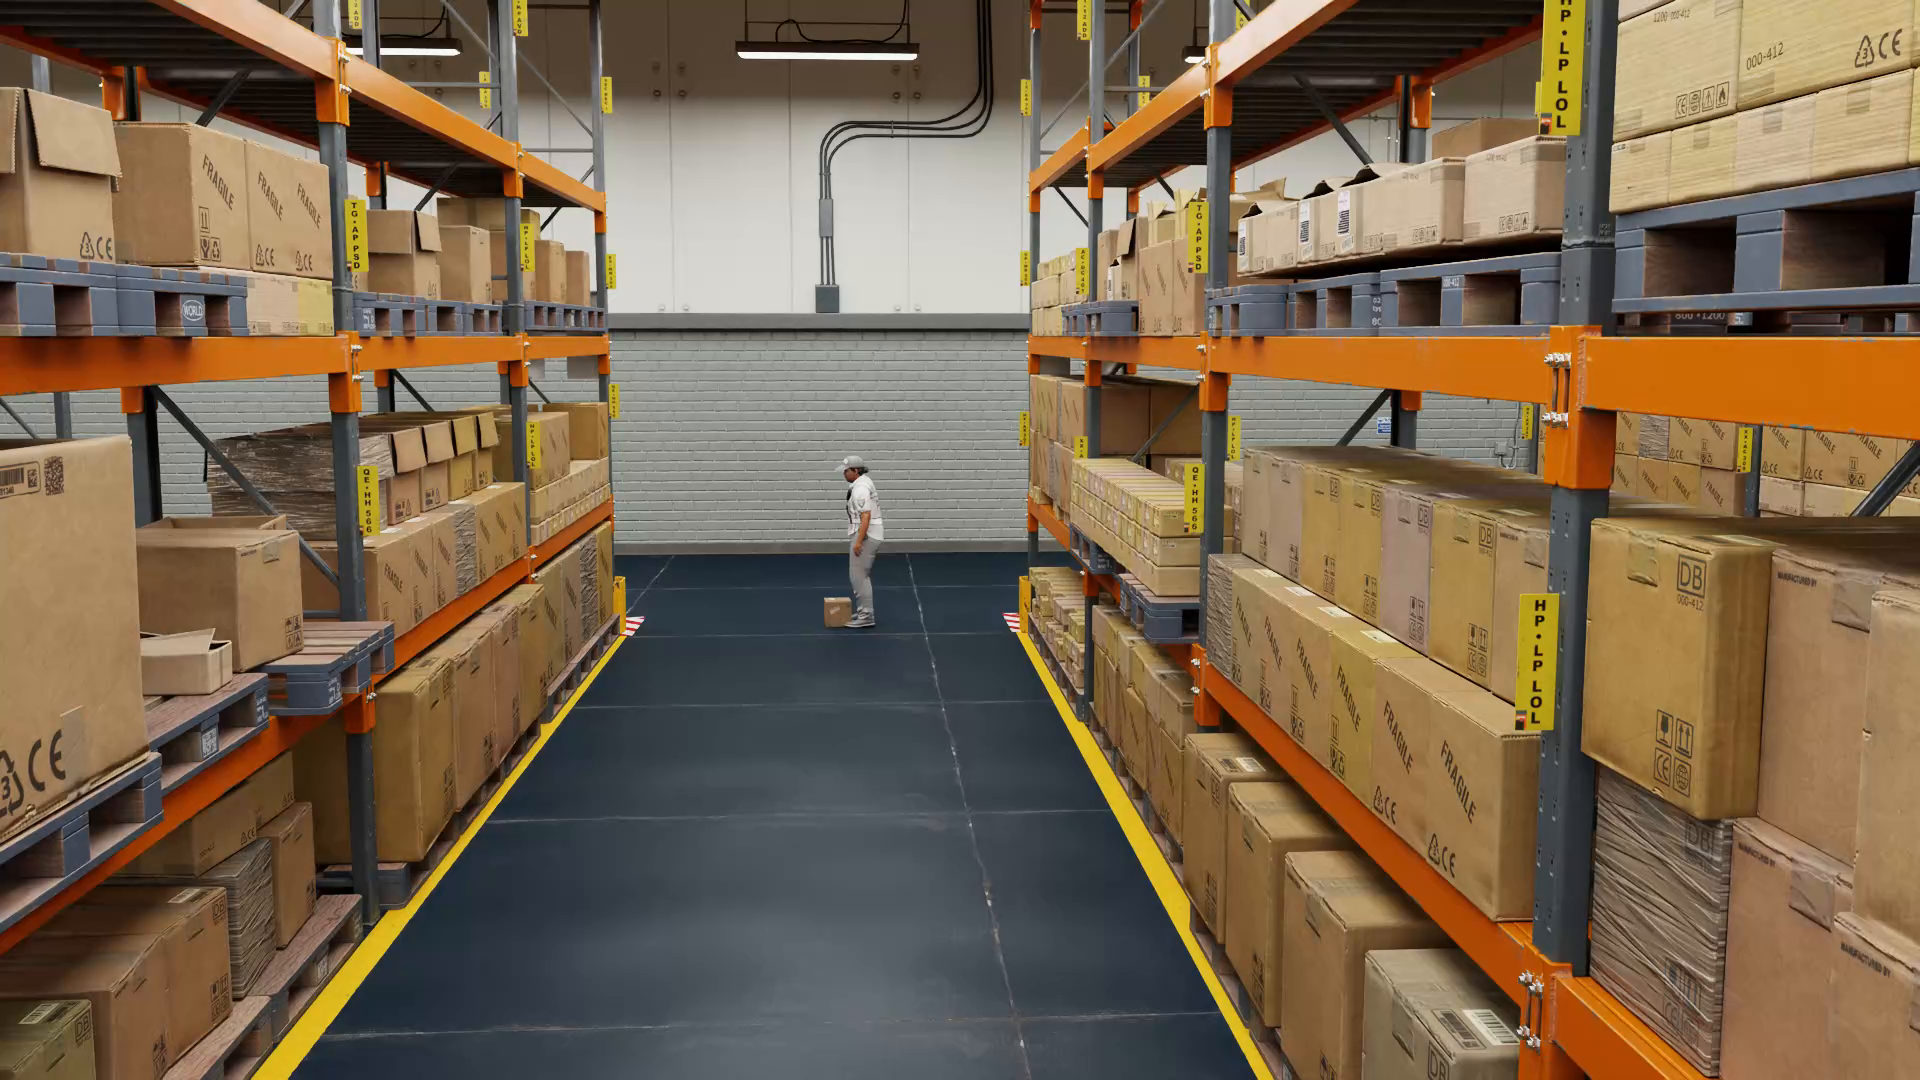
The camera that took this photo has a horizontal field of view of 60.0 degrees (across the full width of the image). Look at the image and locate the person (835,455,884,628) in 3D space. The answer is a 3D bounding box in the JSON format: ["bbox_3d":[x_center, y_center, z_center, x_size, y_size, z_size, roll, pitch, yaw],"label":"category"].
[{"bbox_3d":[-0.976,0.001,16.213,0.467,1.666,0.537,0,7,-3],"label":"person"}]
